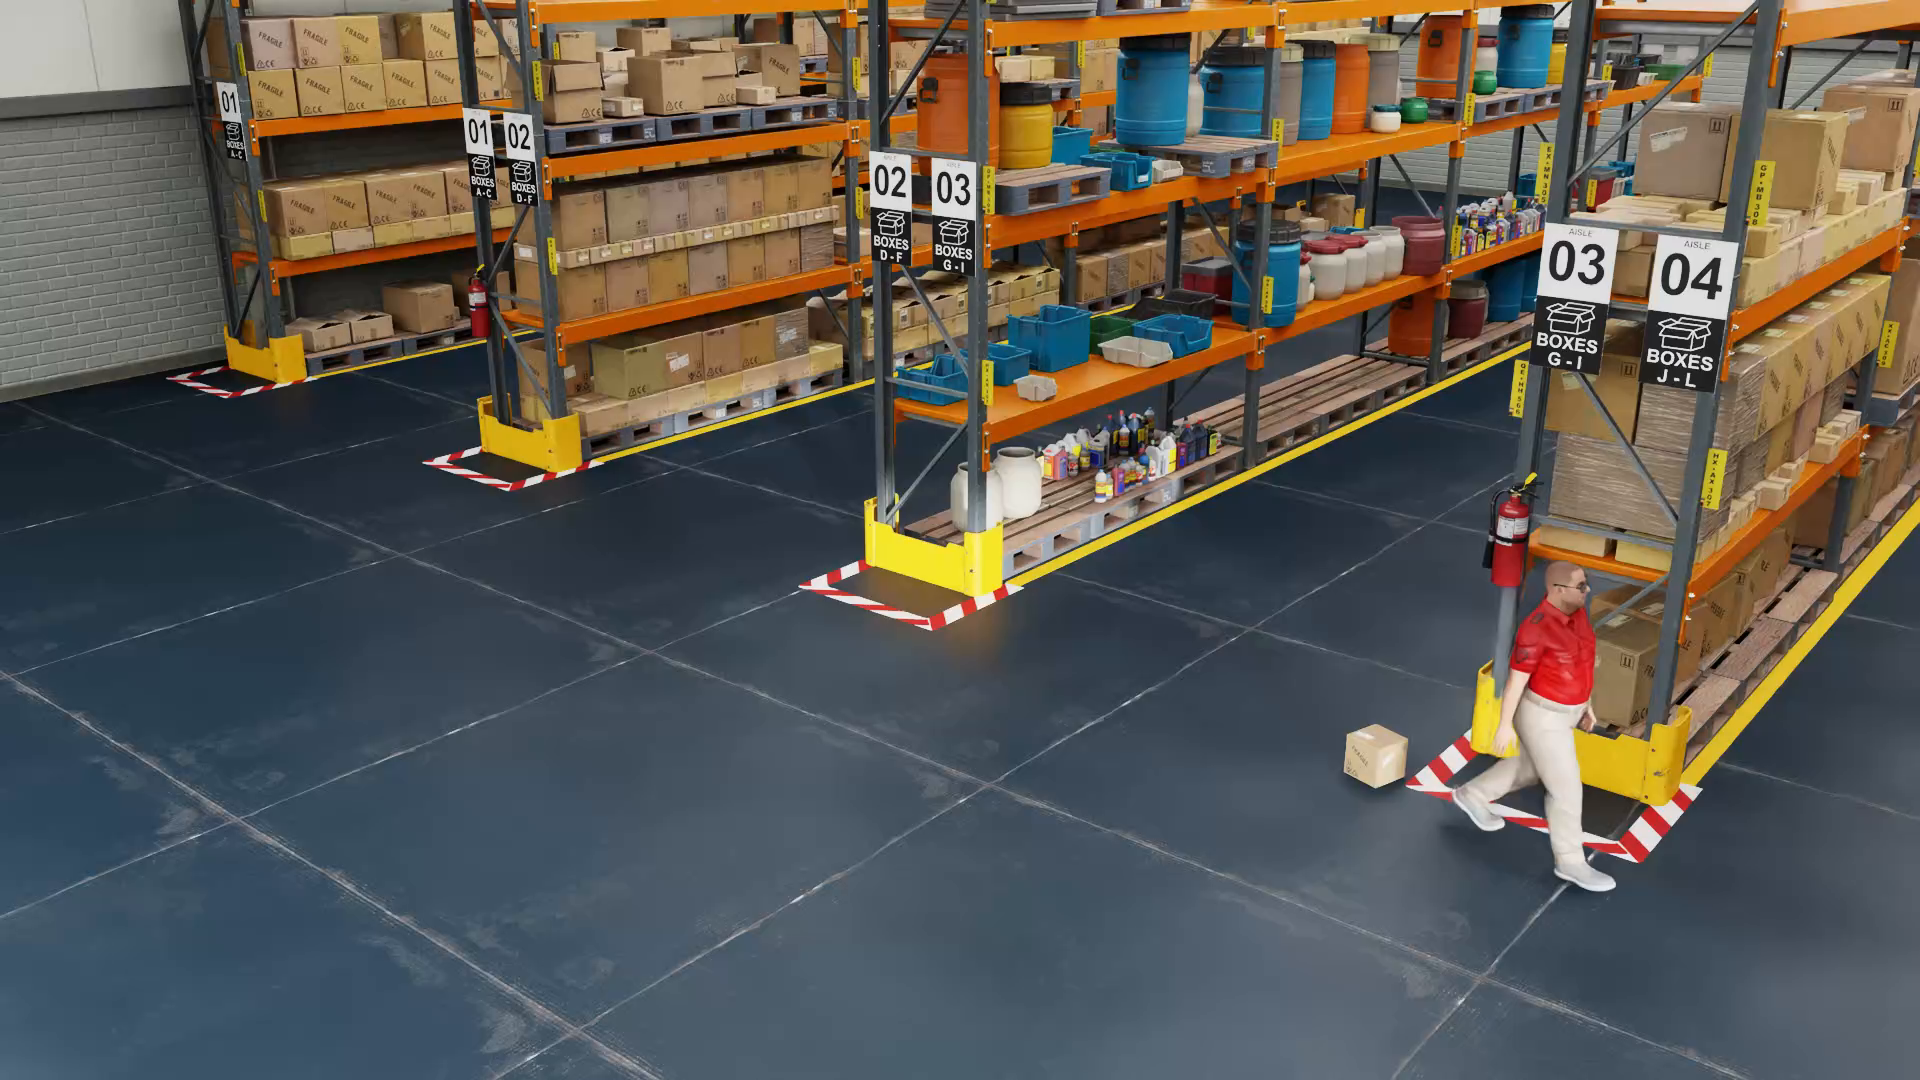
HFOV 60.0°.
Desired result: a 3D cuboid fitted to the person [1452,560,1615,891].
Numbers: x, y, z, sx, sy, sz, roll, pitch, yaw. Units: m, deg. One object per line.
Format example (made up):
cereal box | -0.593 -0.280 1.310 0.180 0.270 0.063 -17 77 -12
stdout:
person | 3.065 0.899 8.631 0.975 1.685 0.587 18 27 40
